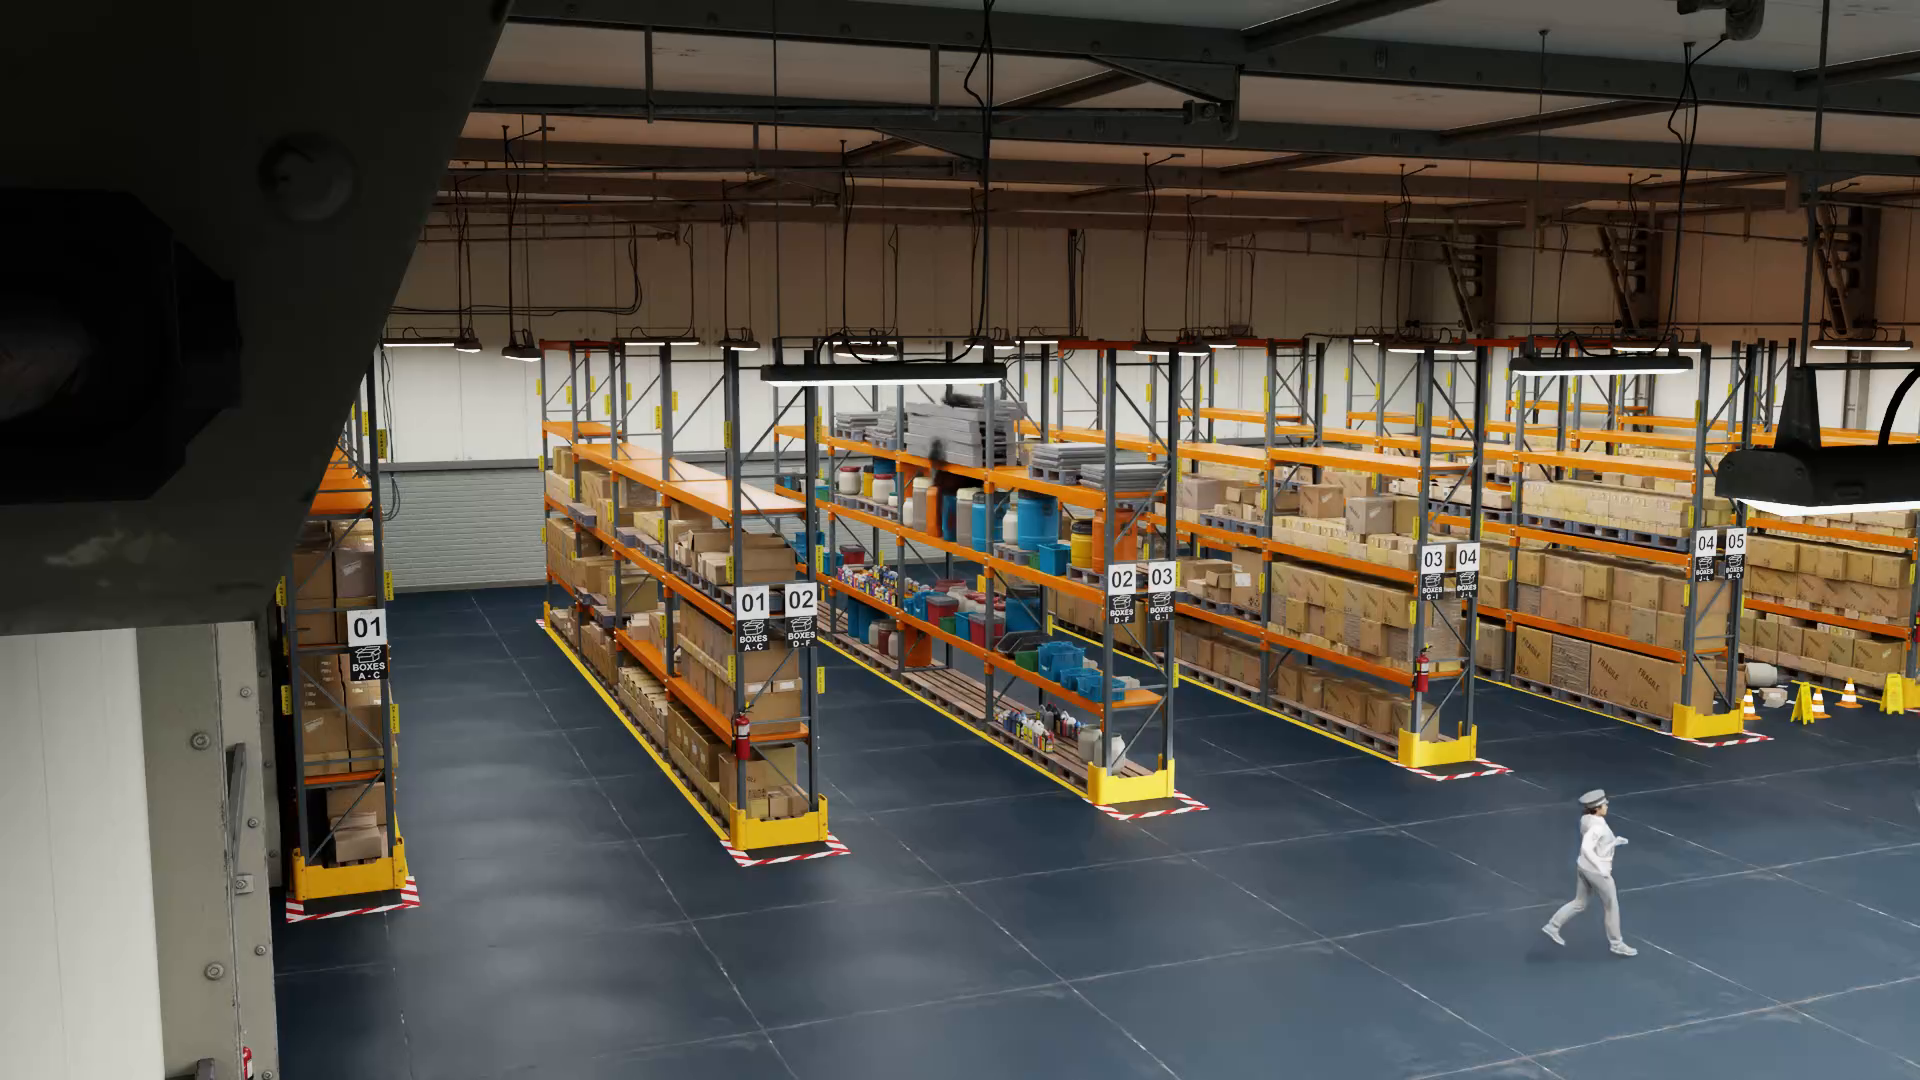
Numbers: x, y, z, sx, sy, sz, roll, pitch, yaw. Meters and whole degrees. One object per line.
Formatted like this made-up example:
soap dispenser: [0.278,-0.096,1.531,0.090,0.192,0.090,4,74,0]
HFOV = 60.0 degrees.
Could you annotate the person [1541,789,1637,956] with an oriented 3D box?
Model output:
person: [6.345,3.317,16.632,0.917,1.686,0.610,0,7,-2]
